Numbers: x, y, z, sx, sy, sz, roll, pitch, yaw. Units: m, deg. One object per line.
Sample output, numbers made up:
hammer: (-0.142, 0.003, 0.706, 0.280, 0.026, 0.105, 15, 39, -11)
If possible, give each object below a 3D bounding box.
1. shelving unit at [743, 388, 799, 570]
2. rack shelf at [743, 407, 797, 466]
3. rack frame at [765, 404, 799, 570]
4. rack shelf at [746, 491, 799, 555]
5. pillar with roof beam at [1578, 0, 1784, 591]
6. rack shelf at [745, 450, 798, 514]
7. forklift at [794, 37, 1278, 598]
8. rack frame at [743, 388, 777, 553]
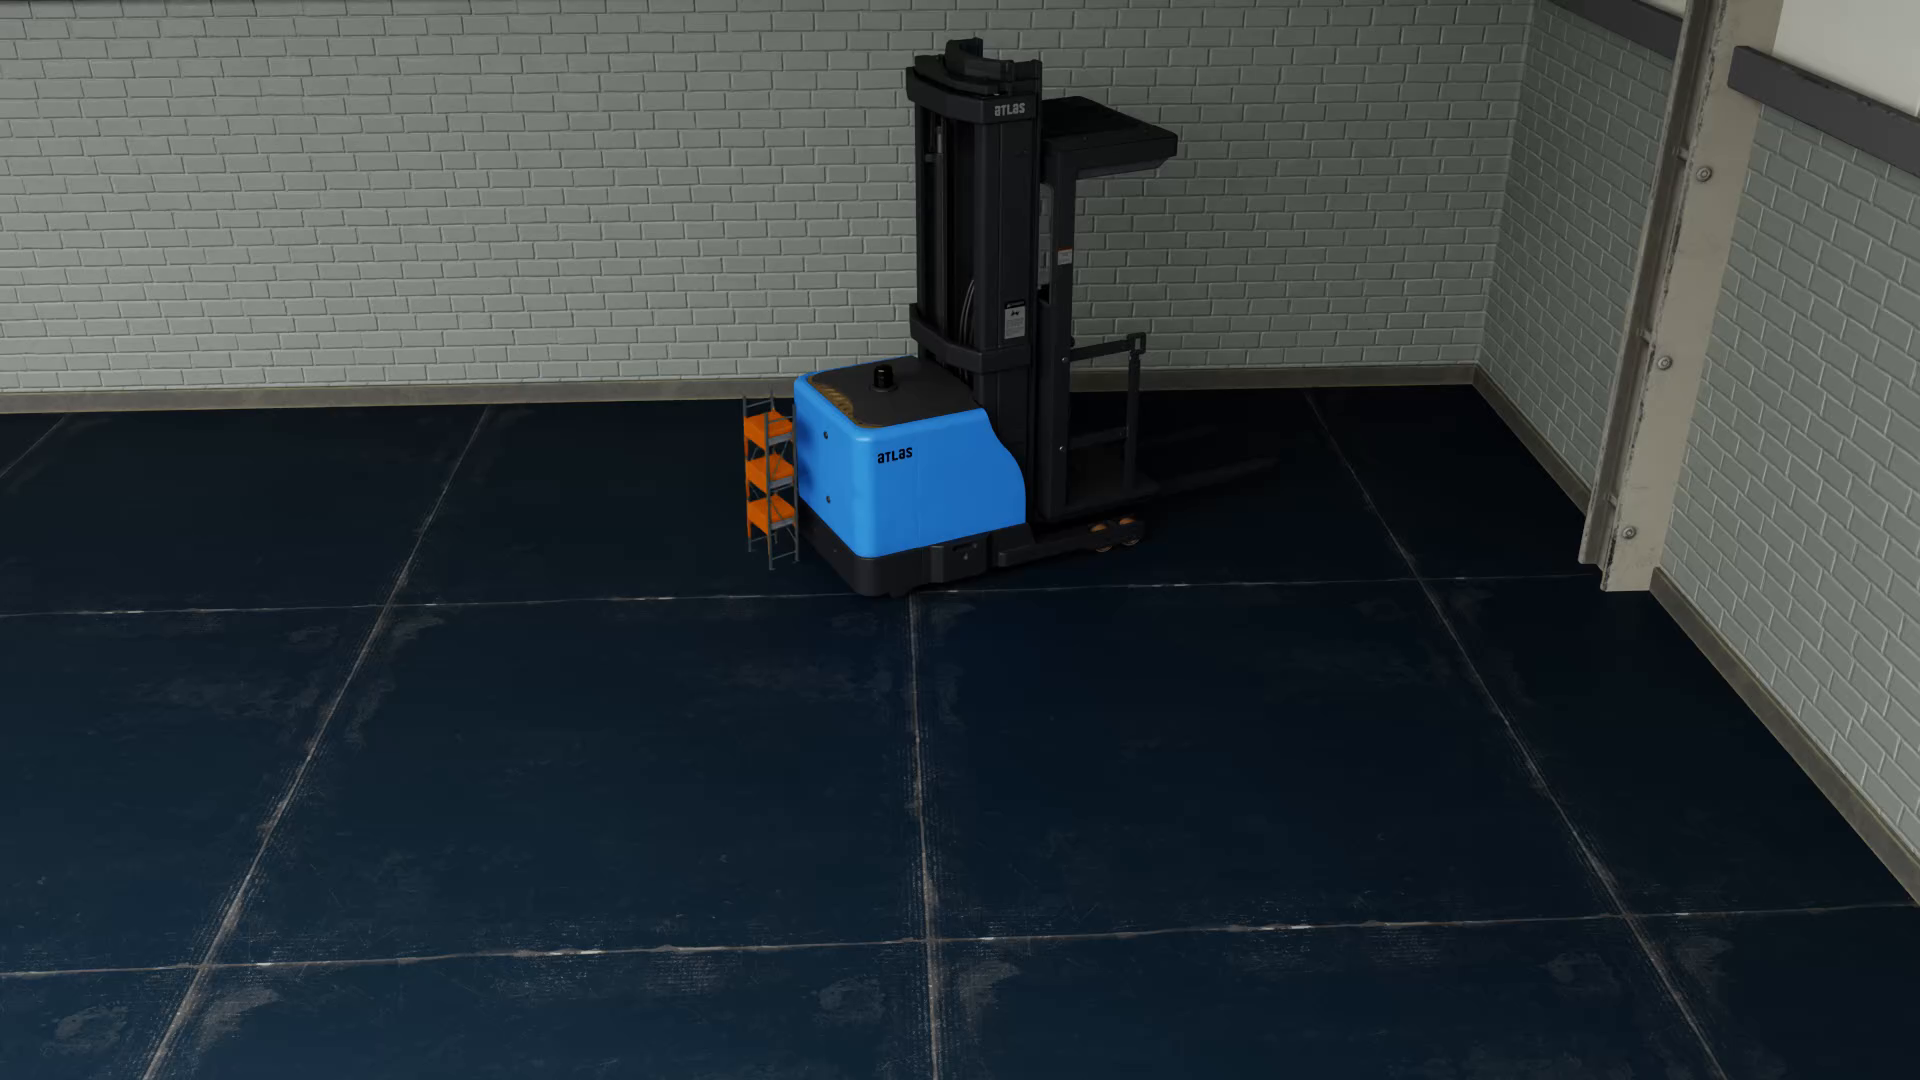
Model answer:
shelving unit: (-1.108, -0.350, 9.767, 0.215, 1.050, 0.252, -19, 37, -32)
rack shelf: (-1.099, -0.584, 9.626, 0.215, 0.259, 0.240, -19, 37, -32)
rack frame: (-1.036, -0.297, 9.684, 0.200, 1.050, 0.008, -19, 37, -32)
rack shelf: (-1.118, -0.103, 9.915, 0.215, 0.259, 0.240, -19, 37, -32)
pillar with roof beam: (-0.412, -3.683, 7.580, 9.100, 9.000, 0.400, -1, 28, -3)
rack shelf: (-1.109, -0.341, 9.772, 0.215, 0.259, 0.240, -19, 37, -32)
forklift: (0.557, -1.430, 9.823, 3.031, 2.935, 1.130, -13, 30, -24)
rack frame: (-1.181, -0.402, 9.849, 0.200, 1.050, 0.008, -19, 37, -32)
